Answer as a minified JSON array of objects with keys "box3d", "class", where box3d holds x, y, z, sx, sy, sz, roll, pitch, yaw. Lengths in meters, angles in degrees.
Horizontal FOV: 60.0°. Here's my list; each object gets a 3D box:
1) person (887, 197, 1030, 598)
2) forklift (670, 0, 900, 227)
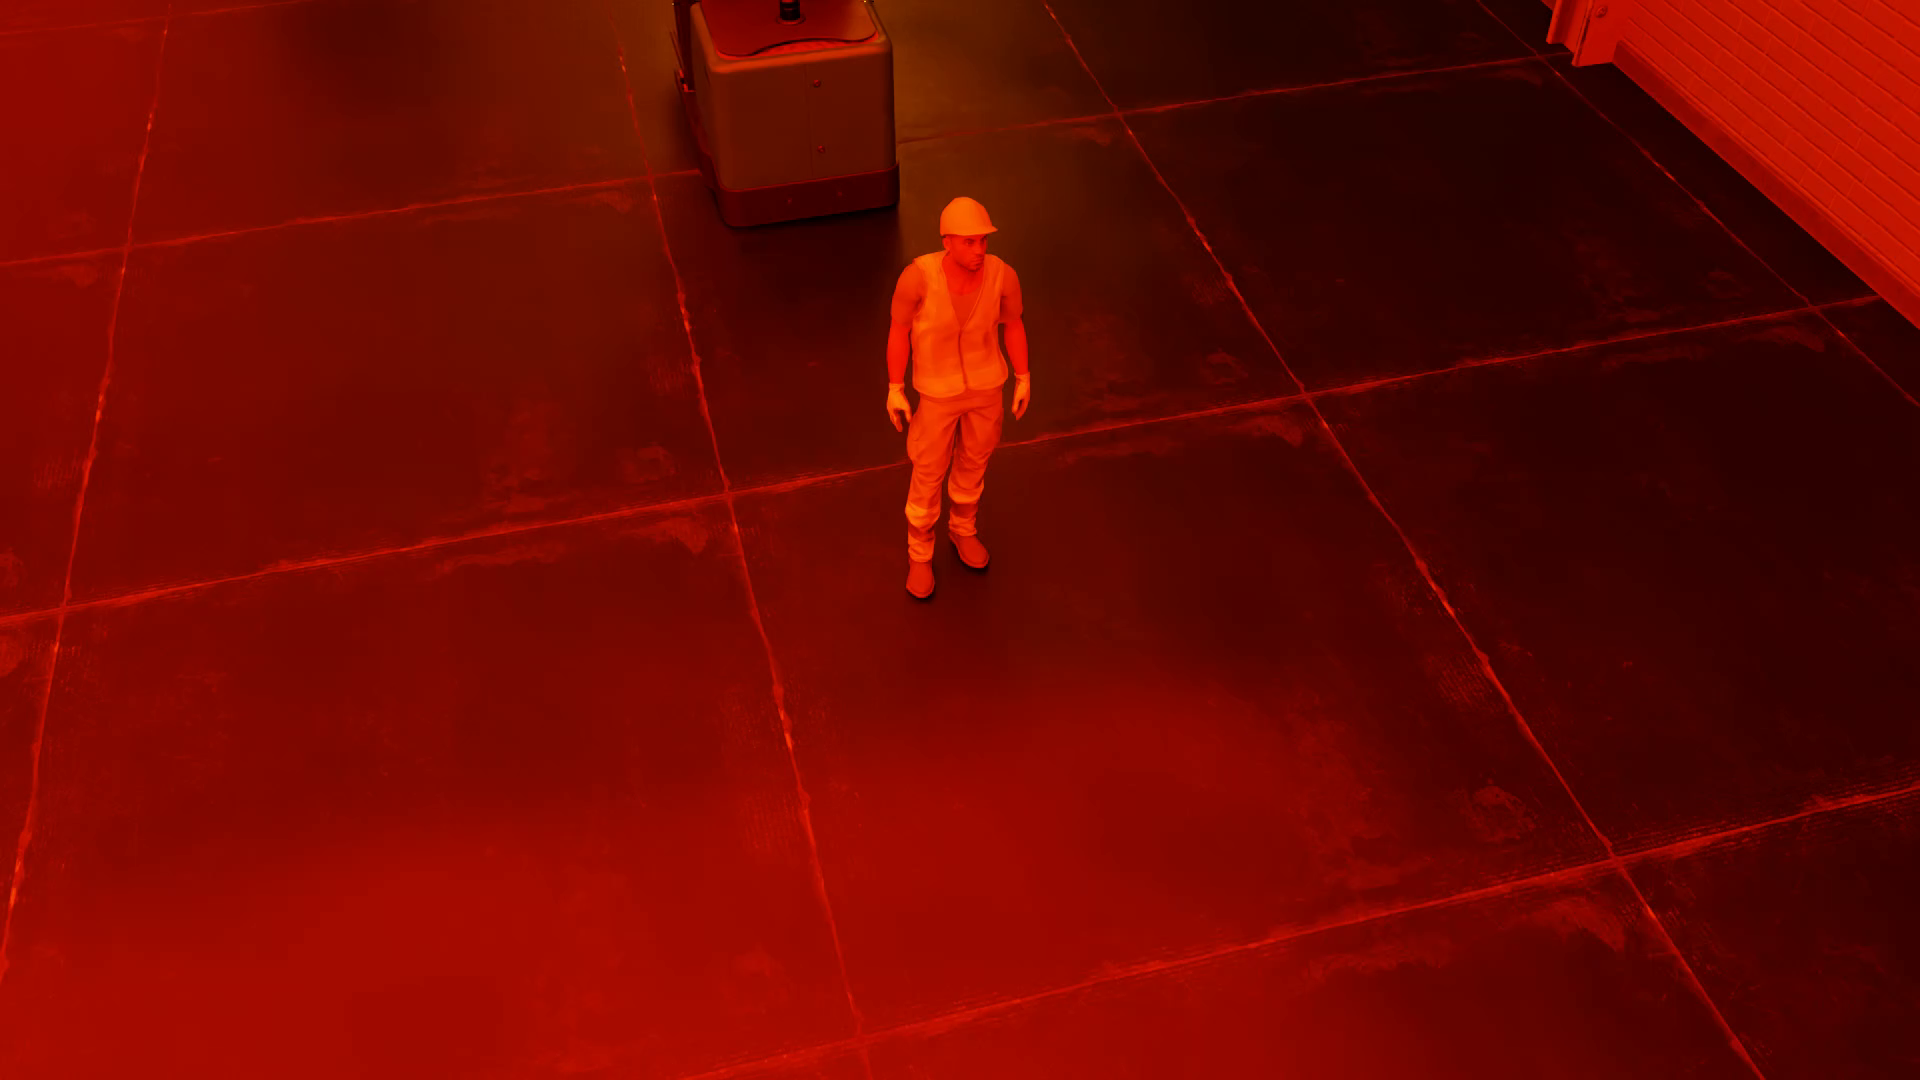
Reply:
[{"box3d":[0.008,-0.600,7.101,0.637,1.787,0.564,-10,44,-11],"class":"person"},{"box3d":[-1.231,-3.895,9.766,1.130,2.935,3.031,-10,44,-11],"class":"forklift"}]
